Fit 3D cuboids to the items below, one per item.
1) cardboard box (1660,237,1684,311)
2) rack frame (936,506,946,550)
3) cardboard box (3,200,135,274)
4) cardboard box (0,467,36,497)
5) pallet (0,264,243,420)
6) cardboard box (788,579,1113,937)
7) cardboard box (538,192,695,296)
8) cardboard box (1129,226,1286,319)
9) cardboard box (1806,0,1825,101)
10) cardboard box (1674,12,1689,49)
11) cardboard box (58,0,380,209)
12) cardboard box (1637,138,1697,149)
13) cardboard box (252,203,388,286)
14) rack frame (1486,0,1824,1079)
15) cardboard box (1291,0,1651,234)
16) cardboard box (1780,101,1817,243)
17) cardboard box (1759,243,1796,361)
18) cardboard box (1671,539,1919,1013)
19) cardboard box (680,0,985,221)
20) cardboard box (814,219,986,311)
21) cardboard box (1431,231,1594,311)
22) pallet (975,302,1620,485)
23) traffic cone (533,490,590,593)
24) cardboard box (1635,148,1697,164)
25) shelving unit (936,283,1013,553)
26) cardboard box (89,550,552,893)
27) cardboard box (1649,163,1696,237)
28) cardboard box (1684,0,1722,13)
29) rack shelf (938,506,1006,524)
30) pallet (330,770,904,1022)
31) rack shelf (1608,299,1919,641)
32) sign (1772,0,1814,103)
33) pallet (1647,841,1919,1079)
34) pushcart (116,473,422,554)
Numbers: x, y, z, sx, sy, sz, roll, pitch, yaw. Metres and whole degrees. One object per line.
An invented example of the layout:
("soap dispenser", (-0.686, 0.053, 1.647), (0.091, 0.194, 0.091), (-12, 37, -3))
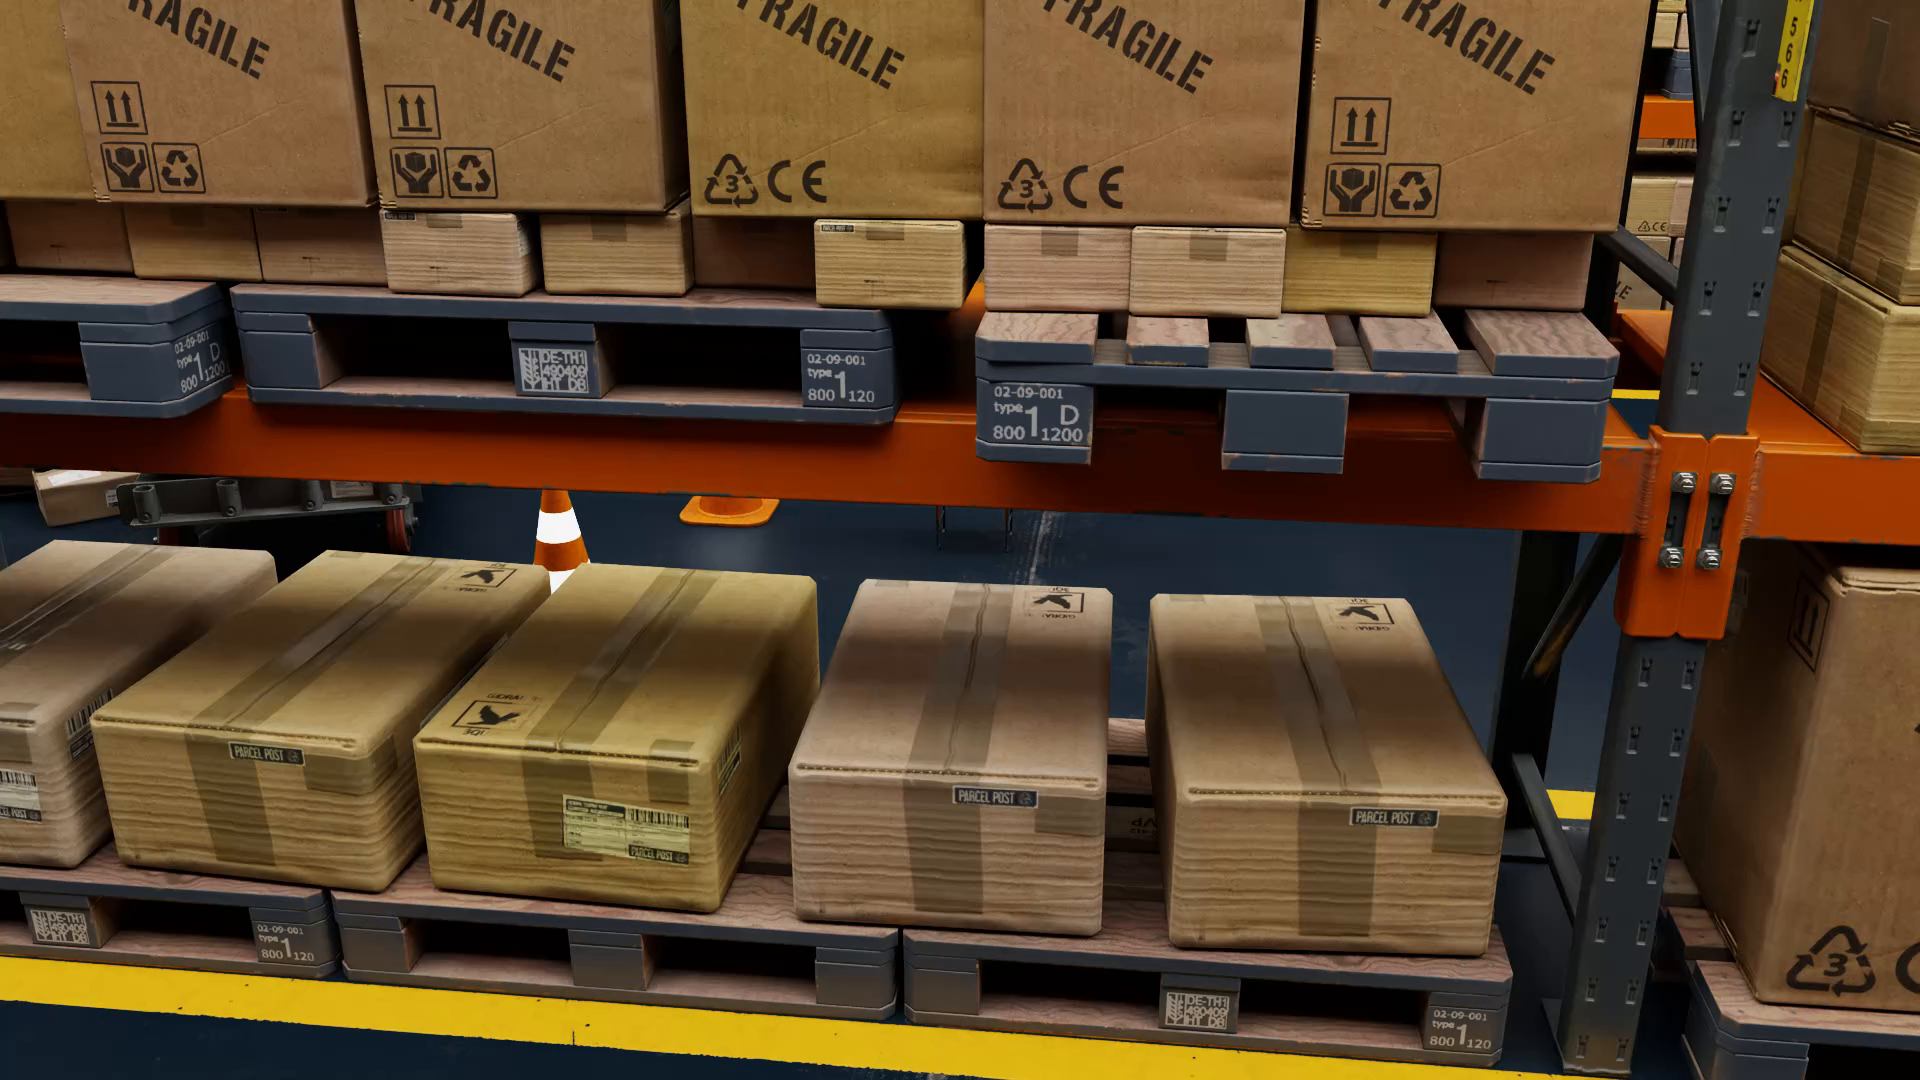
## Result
("cardboard box", (3.476, -1.202, 7.728), (0.500, 0.500, 0.500), (2, 22, 5))
("rack frame", (-0.068, -0.491, 5.754), (0.008, 1.050, 0.200), (2, 22, 6))
("cardboard box", (-1.612, -0.636, 3.239), (0.250, 0.149, 0.380), (4, 22, 10))
("cardboard box", (-3.661, -0.581, 6.541), (0.503, 0.637, 0.797), (2, 22, 6))
("pallet", (-1.919, -0.520, 3.435), (1.213, 0.211, 1.003), (2, 22, 6))
("cardboard box", (0.017, 0.448, 3.730), (0.625, 0.372, 0.950), (2, 22, 5))
("cardboard box", (-0.590, -0.567, 3.064), (0.250, 0.149, 0.380), (2, 22, 5))
("cardboard box", (0.428, -0.508, 2.916), (0.250, 0.149, 0.380), (2, 22, 6))
("cardboard box", (1.855, -1.107, 3.163), (0.500, 0.500, 0.500), (2, 22, 5))
("cardboard box", (3.281, -2.274, 7.383), (0.250, 0.149, 0.380), (3, 22, 8))
("cardboard box", (-1.242, -0.902, 3.030), (0.500, 0.500, 0.500), (2, 22, 6))
("cardboard box", (4.924, -3.233, 12.356), (0.875, 0.875, 1.225), (2, 22, 4))
("cardboard box", (-1.116, -0.598, 3.143), (0.250, 0.149, 0.380), (3, 22, 7))
("rack frame", (1.311, -0.522, 3.180), (0.127, 3.000, 1.000), (2, 22, 6))
("cardboard box", (0.827, -0.820, 2.823), (0.500, 0.500, 0.500), (2, 22, 5))
("cardboard box", (1.822, -0.756, 3.297), (0.500, 0.250, 0.500), (2, 22, 6))
("cardboard box", (1.844, -0.525, 3.392), (0.500, 0.250, 0.500), (2, 22, 4))
("cardboard box", (1.987, 0.331, 3.341), (0.875, 0.875, 0.875), (2, 22, 6))
("cardboard box", (-0.189, -0.860, 2.923), (0.500, 0.500, 0.500), (1, 22, 3))
("cardboard box", (-0.096, -0.529, 2.969), (0.250, 0.149, 0.380), (3, 22, 7))
("cardboard box", (0.958, -0.529, 2.968), (0.250, 0.149, 0.380), (3, 22, 8))
("pallet", (0.591, -0.425, 3.195), (1.003, 0.211, 1.213), (2, 22, 6))
("traffic cone", (-1.265, 0.027, 5.241), (0.334, 0.463, 0.336), (2, 22, 6))
("cardboard box", (3.509, -1.736, 8.059), (0.500, 0.250, 0.500), (3, 22, 8))
("shelving unit", (0.053, -0.486, 5.741), (0.252, 1.050, 0.215), (2, 22, 6))
("cardboard box", (-1.426, 0.383, 3.893), (0.625, 0.372, 0.950), (4, 22, 10))
("cardboard box", (3.443, -1.549, 7.587), (0.500, 0.250, 0.500), (3, 22, 7))
("cardboard box", (3.282, -2.413, 7.329), (0.250, 0.149, 0.380), (3, 22, 6))
("rack shelf", (0.053, -0.218, 5.847), (0.240, 0.259, 0.215), (2, 22, 6))
("pallet", (-0.673, 0.687, 3.916), (1.213, 0.211, 1.003), (2, 22, 6))
("rack shelf", (3.297, -0.101, 3.094), (4.000, 0.370, 1.077), (2, 22, 6))
("sign", (1.257, -0.825, 2.480), (0.005, 0.325, 0.100), (2, 22, 6))
("pallet", (2.085, 0.836, 3.537), (1.213, 0.211, 1.003), (2, 22, 6))
("pushcart", (-2.442, -0.310, 6.211), (0.936, 0.377, 1.648), (-5, 22, -12))
